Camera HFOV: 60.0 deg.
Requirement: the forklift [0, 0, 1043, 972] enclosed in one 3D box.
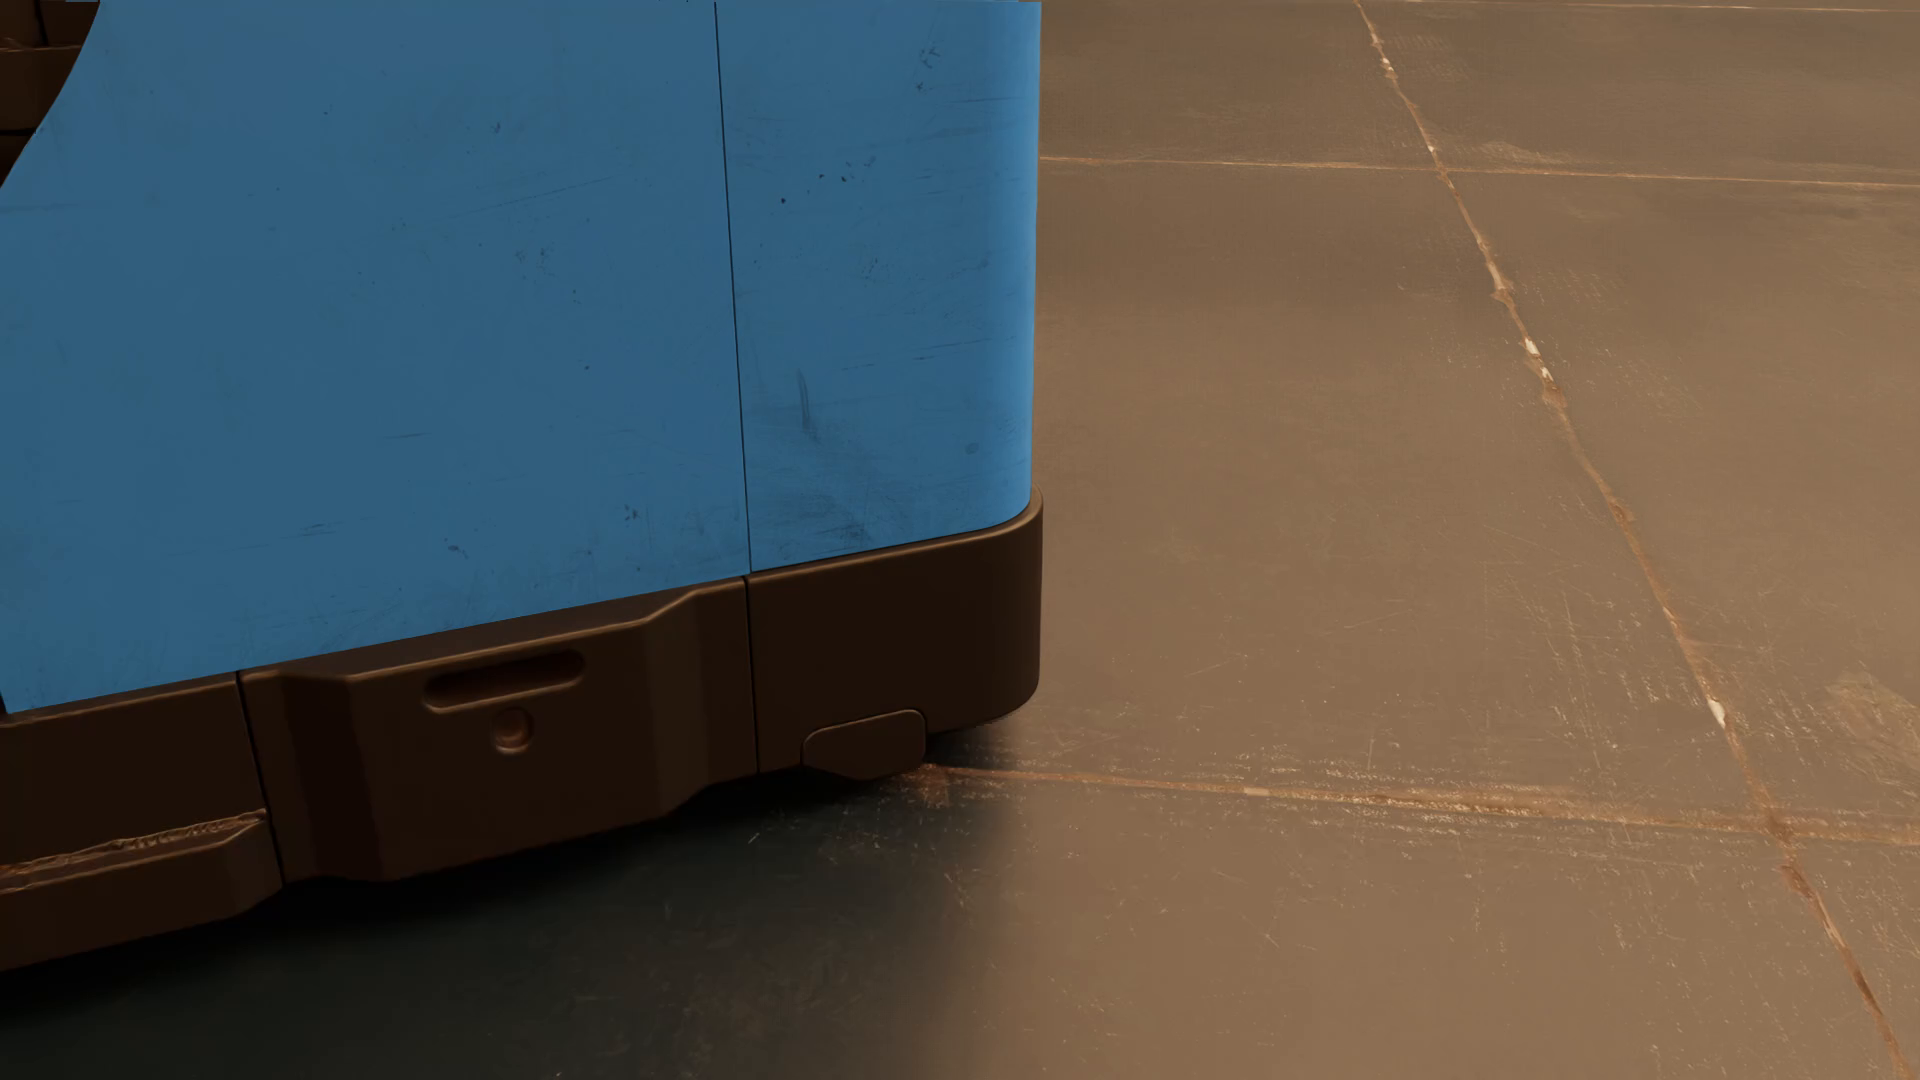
[{"bbox_3d":[-1.471,-1.007,1.235,3.031,2.935,1.130,-11,28,-21],"label":"forklift"}]
